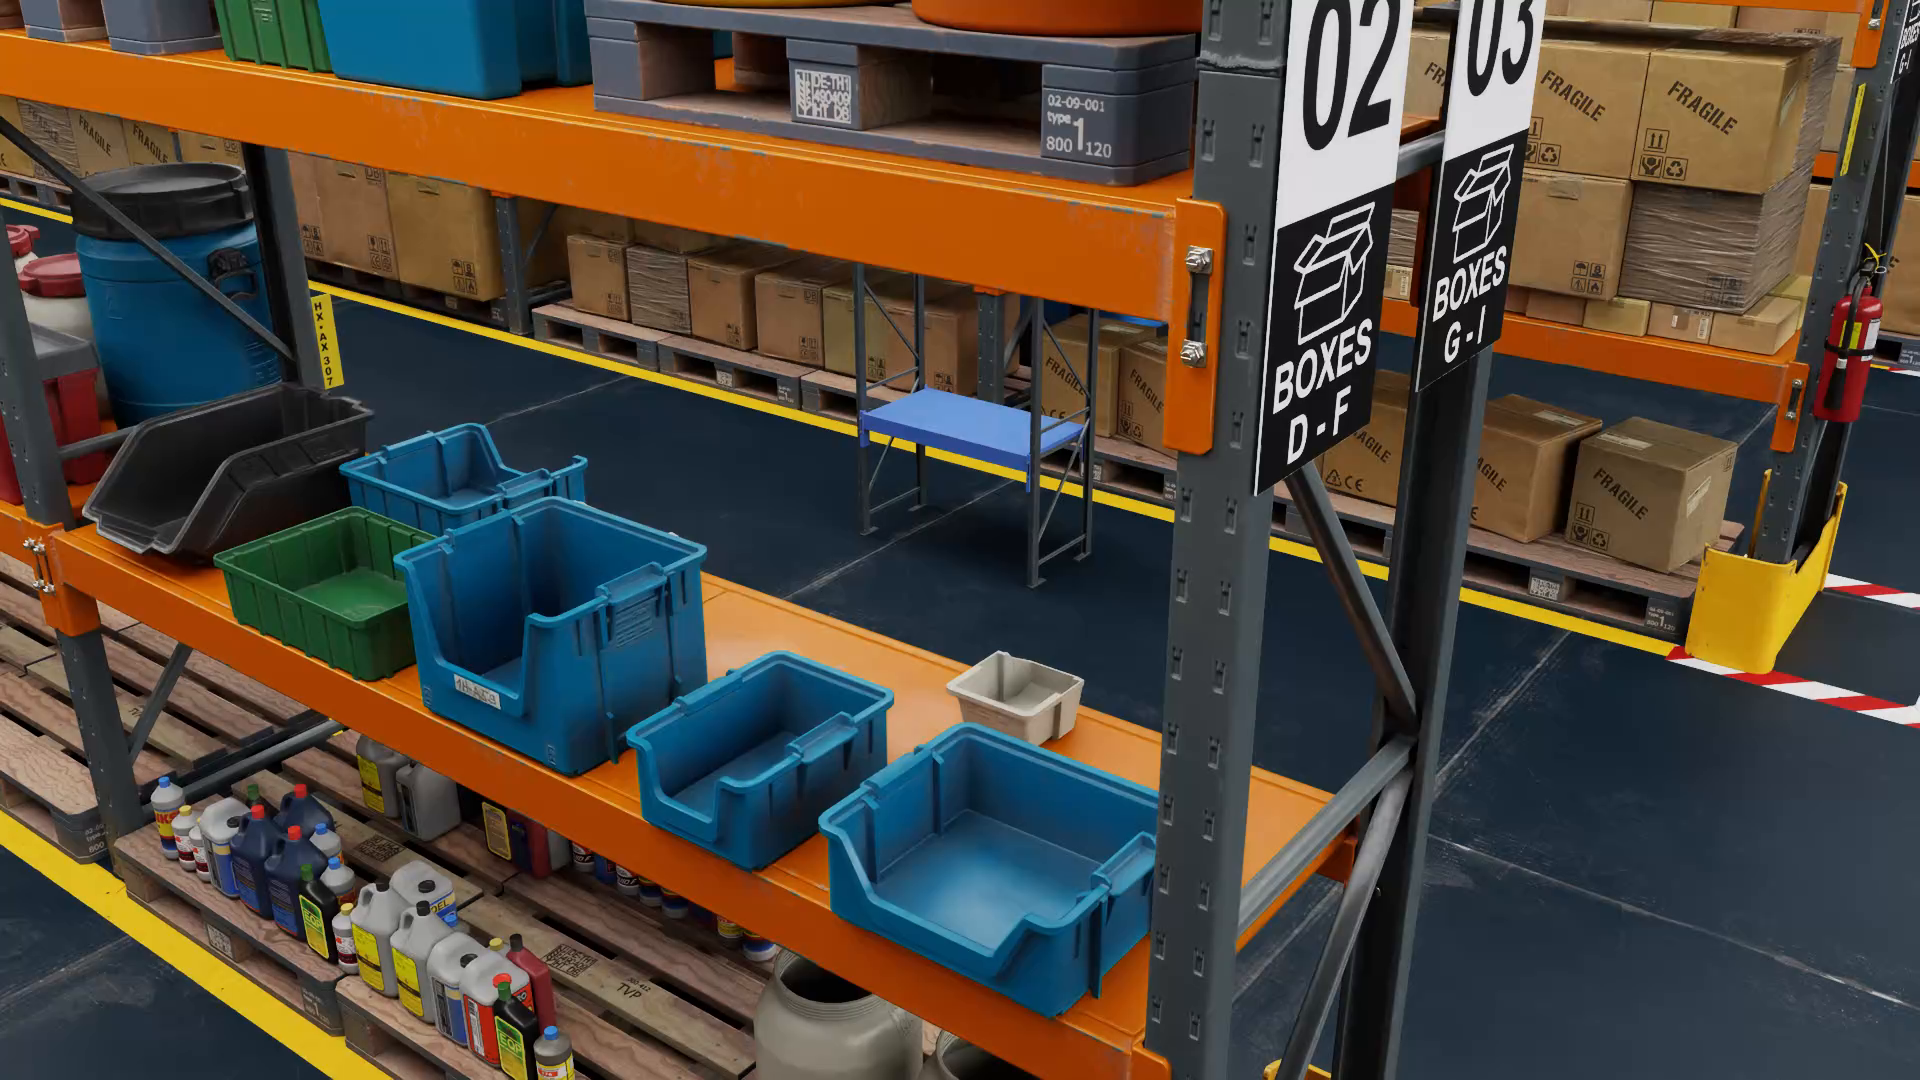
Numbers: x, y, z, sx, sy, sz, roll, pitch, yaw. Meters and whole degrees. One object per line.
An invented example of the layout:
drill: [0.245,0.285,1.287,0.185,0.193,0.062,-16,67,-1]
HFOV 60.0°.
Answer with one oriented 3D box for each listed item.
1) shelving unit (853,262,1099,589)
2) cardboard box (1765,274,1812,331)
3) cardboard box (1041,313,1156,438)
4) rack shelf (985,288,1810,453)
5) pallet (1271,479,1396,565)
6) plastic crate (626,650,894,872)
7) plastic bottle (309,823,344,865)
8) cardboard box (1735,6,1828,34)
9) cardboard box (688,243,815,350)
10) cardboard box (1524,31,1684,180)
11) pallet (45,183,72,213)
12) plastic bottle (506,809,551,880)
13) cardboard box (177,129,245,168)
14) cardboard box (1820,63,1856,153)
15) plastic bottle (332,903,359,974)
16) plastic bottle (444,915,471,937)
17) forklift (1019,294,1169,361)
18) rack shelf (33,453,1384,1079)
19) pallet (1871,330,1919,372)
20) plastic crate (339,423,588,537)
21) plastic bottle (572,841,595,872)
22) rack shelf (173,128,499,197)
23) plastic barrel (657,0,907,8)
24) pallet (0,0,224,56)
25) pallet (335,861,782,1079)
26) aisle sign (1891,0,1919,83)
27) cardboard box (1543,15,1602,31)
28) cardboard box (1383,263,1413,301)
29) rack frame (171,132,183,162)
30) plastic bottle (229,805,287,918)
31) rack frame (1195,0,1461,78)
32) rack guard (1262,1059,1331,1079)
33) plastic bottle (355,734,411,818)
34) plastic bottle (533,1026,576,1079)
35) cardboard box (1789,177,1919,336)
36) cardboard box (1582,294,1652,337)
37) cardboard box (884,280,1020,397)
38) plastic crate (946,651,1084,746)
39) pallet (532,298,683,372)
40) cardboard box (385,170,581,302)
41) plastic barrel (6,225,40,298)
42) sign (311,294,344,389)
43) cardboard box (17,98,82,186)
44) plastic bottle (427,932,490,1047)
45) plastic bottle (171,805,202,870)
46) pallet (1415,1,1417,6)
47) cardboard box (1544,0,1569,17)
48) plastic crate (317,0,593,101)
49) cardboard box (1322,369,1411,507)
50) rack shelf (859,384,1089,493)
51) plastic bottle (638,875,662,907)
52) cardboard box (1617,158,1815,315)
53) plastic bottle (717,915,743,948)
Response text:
shelving unit: [0.068,-0.666,7.901,1.048,1.500,0.538,17,29,33]
cardboard box: [3.555,-1.041,7.203,0.250,0.149,0.380,17,29,33]
cardboard box: [0.736,-0.916,9.187,0.500,0.500,0.500,16,28,32]
rack shelf: [2.040,-1.164,8.064,4.000,0.370,1.077,17,29,33]
pallet: [1.979,-0.255,8.567,1.213,0.211,1.003,17,29,33]
plastic crate: [-0.426,0.473,3.641,0.408,0.251,0.499,17,29,33]
plastic bottle: [-1.945,0.993,5.113,0.097,0.271,0.097,0,24,0]
cardboard box: [5.560,-3.533,11.023,0.550,0.550,0.875,17,29,33]
cardboard box: [-1.304,-1.581,10.673,0.500,0.500,0.700,20,31,38]
cardboard box: [2.649,-1.822,6.931,0.500,0.500,0.500,17,29,33]
pallet: [-7.504,-3.139,15.114,1.213,0.211,1.003,17,29,33]
plastic bottle: [-1.366,0.925,5.254,0.133,0.283,0.061,17,29,33]
cardboard box: [-5.438,-2.983,13.415,0.875,0.875,1.225,17,29,33]
cardboard box: [5.919,-2.855,10.824,0.550,0.550,0.875,17,29,33]
plastic bottle: [-1.770,1.151,4.843,0.097,0.201,0.097,0,24,0]
plastic bottle: [-1.456,1.173,4.792,0.097,0.201,0.097,0,24,0]
forklift: [0.120,-2.802,10.974,3.031,2.935,1.130,16,29,32]
rack shelf: [-0.930,0.434,4.437,4.000,0.370,1.077,17,29,33]
pallet: [6.009,-1.478,11.342,1.213,0.211,1.003,17,29,33]
plastic crate: [-1.482,-0.131,5.011,0.616,0.251,0.499,17,29,33]
plastic bottle: [-1.192,0.948,5.304,0.097,0.201,0.097,0,24,0]
rack shelf: [-4.361,-3.099,12.455,4.000,0.370,1.077,17,29,33]
plastic barrel: [-0.318,-1.297,3.000,0.600,0.588,0.600,0,24,0]
pallet: [-1.895,-1.522,4.499,1.003,0.211,1.213,17,29,33]
pallet: [-1.038,1.368,4.884,1.213,0.211,1.003,17,29,33]
aisle sign: [3.510,-2.088,6.044,0.004,0.787,0.394,17,29,33]
cardboard box: [2.567,-2.114,7.594,0.500,0.500,0.500,17,29,33]
cardboard box: [2.025,-1.226,7.624,0.250,0.149,0.380,17,29,33]
rack frame: [-5.962,-3.912,13.408,0.127,3.000,1.000,17,29,33]
plastic bottle: [-2.134,0.961,5.089,0.185,0.351,0.144,18,29,35]
rack frame: [0.670,-2.157,1.985,0.127,3.000,1.000,17,29,33]
rack guard: [0.581,1.729,3.706,0.348,0.500,1.175,17,29,33]
plastic bottle: [-1.929,0.741,5.588,0.185,0.351,0.144,17,29,33]
plastic bottle: [-1.063,1.365,4.357,0.097,0.201,0.097,0,24,0]
cardboard box: [6.114,-1.948,11.066,0.875,0.875,0.875,17,29,34]
cardboard box: [2.858,-1.002,7.115,0.250,0.149,0.380,17,29,33]
cardboard box: [-0.039,-1.190,9.785,0.500,0.500,0.700,14,28,29]
plastic crate: [0.147,0.389,3.975,0.250,0.136,0.298,17,29,33]
pallet: [-2.137,-1.479,11.345,1.213,0.211,1.003,17,29,33]
cardboard box: [-3.301,-2.338,11.950,0.875,0.875,1.225,15,28,31]
plastic barrel: [-3.752,-0.921,6.451,0.433,0.535,0.433,0,24,0]
sign: [-2.192,-0.681,5.731,0.005,0.325,0.100,17,29,33]
cardboard box: [-7.874,-3.750,15.155,0.875,0.875,0.875,17,29,33]
plastic bottle: [-1.359,1.227,4.577,0.135,0.276,0.152,16,28,32]
plastic bottle: [-2.457,0.943,5.314,0.097,0.201,0.097,0,24,0]
pallet: [4.791,-5.588,17.451,1.213,0.211,1.003,17,29,33]
cardboard box: [4.280,-3.920,11.901,0.550,0.550,0.875,17,29,33]
plastic crate: [-1.037,-1.141,3.419,0.575,0.384,0.392,17,29,33]
cardboard box: [2.162,-0.505,8.256,0.500,0.500,0.500,20,31,38]
rack shelf: [0.068,-0.501,7.973,1.000,0.185,0.538,17,29,33]
plastic bottle: [-0.948,0.989,5.122,0.097,0.271,0.097,0,24,0]
cardboard box: [3.217,-1.334,7.063,0.500,0.500,0.875,17,29,33]
plastic bottle: [-0.677,1.103,4.950,0.097,0.201,0.097,0,24,0]
